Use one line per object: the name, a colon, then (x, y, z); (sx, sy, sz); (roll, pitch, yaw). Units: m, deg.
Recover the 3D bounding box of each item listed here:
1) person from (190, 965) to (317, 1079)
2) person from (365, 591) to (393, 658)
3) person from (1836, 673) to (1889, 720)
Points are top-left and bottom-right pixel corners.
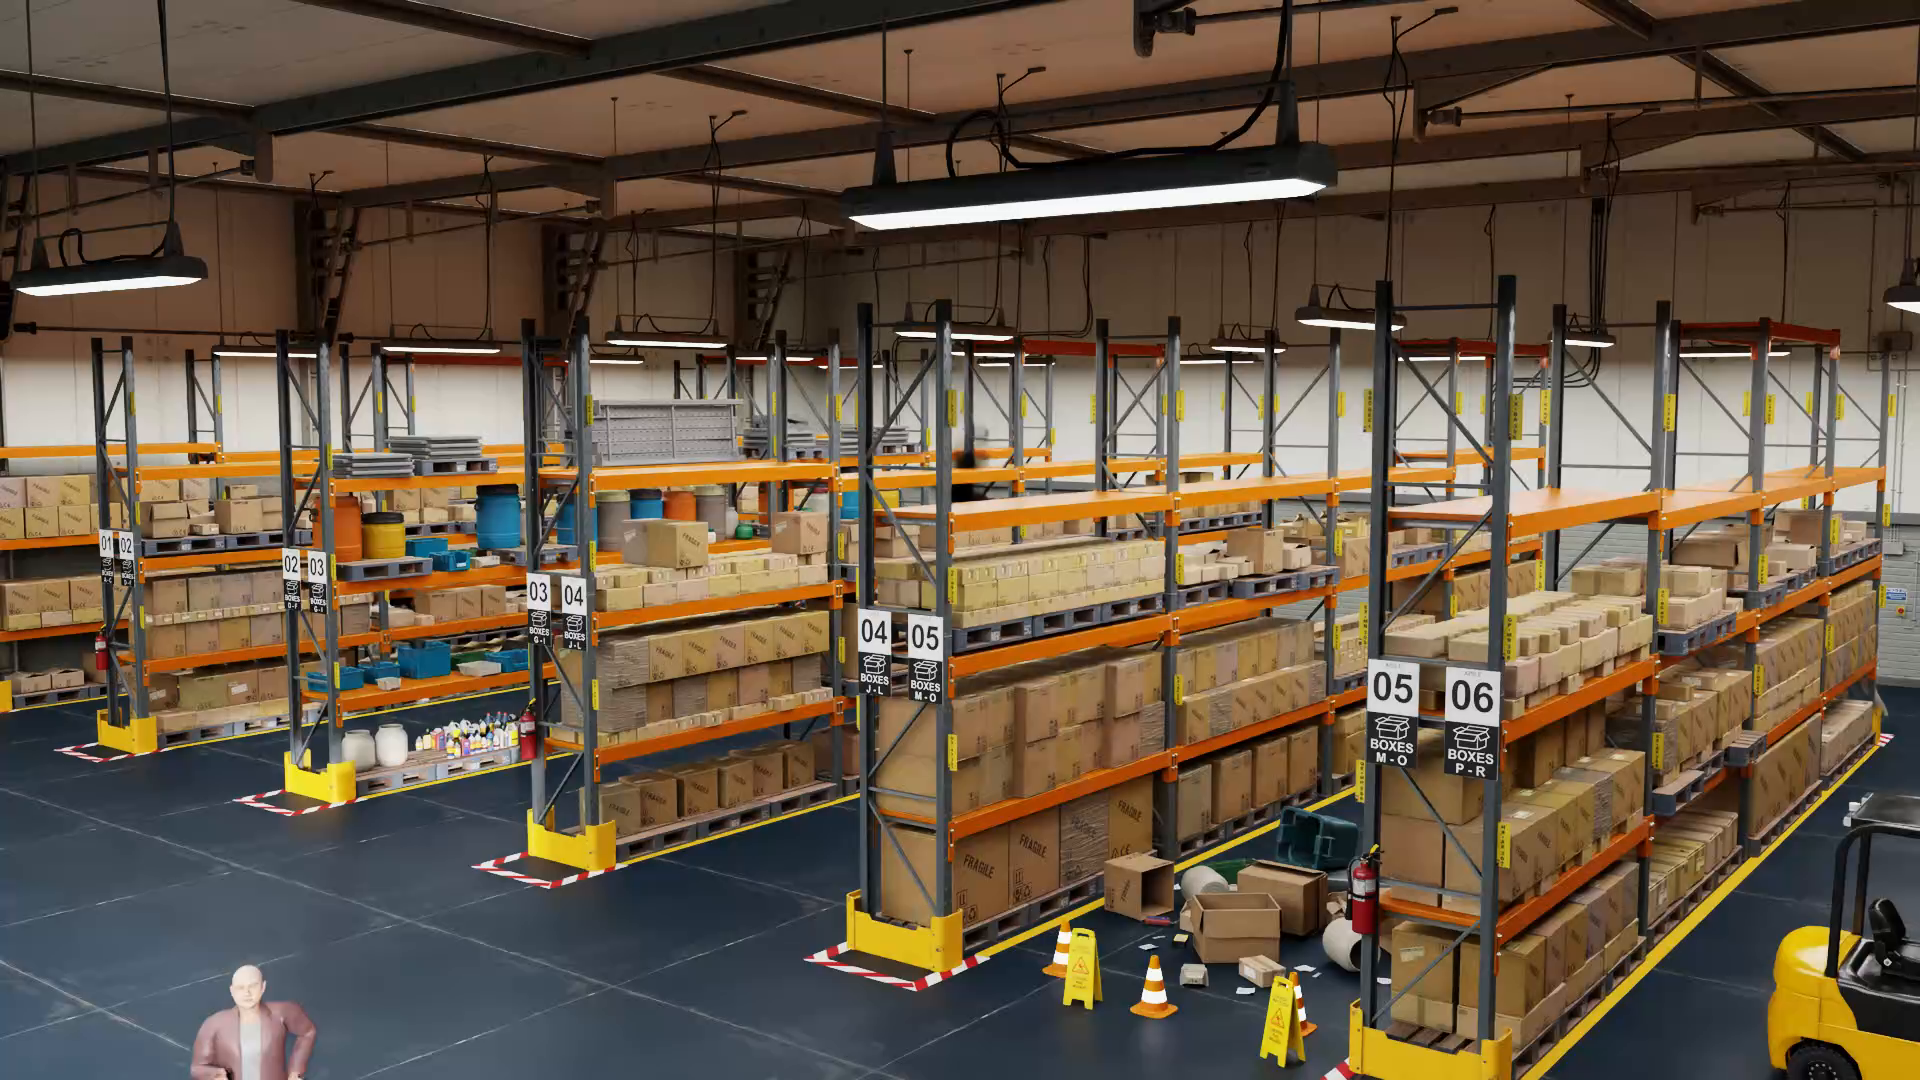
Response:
person: (-4.187, 3.433, 9.870); (0.688, 1.814, 0.754); (-2, 5, -17)
person: (-10.419, 1.687, 29.461); (0.701, 1.765, 0.917); (2, 6, 26)
person: (14.002, 2.018, 26.075); (0.763, 1.718, 0.904); (-3, 6, -32)
